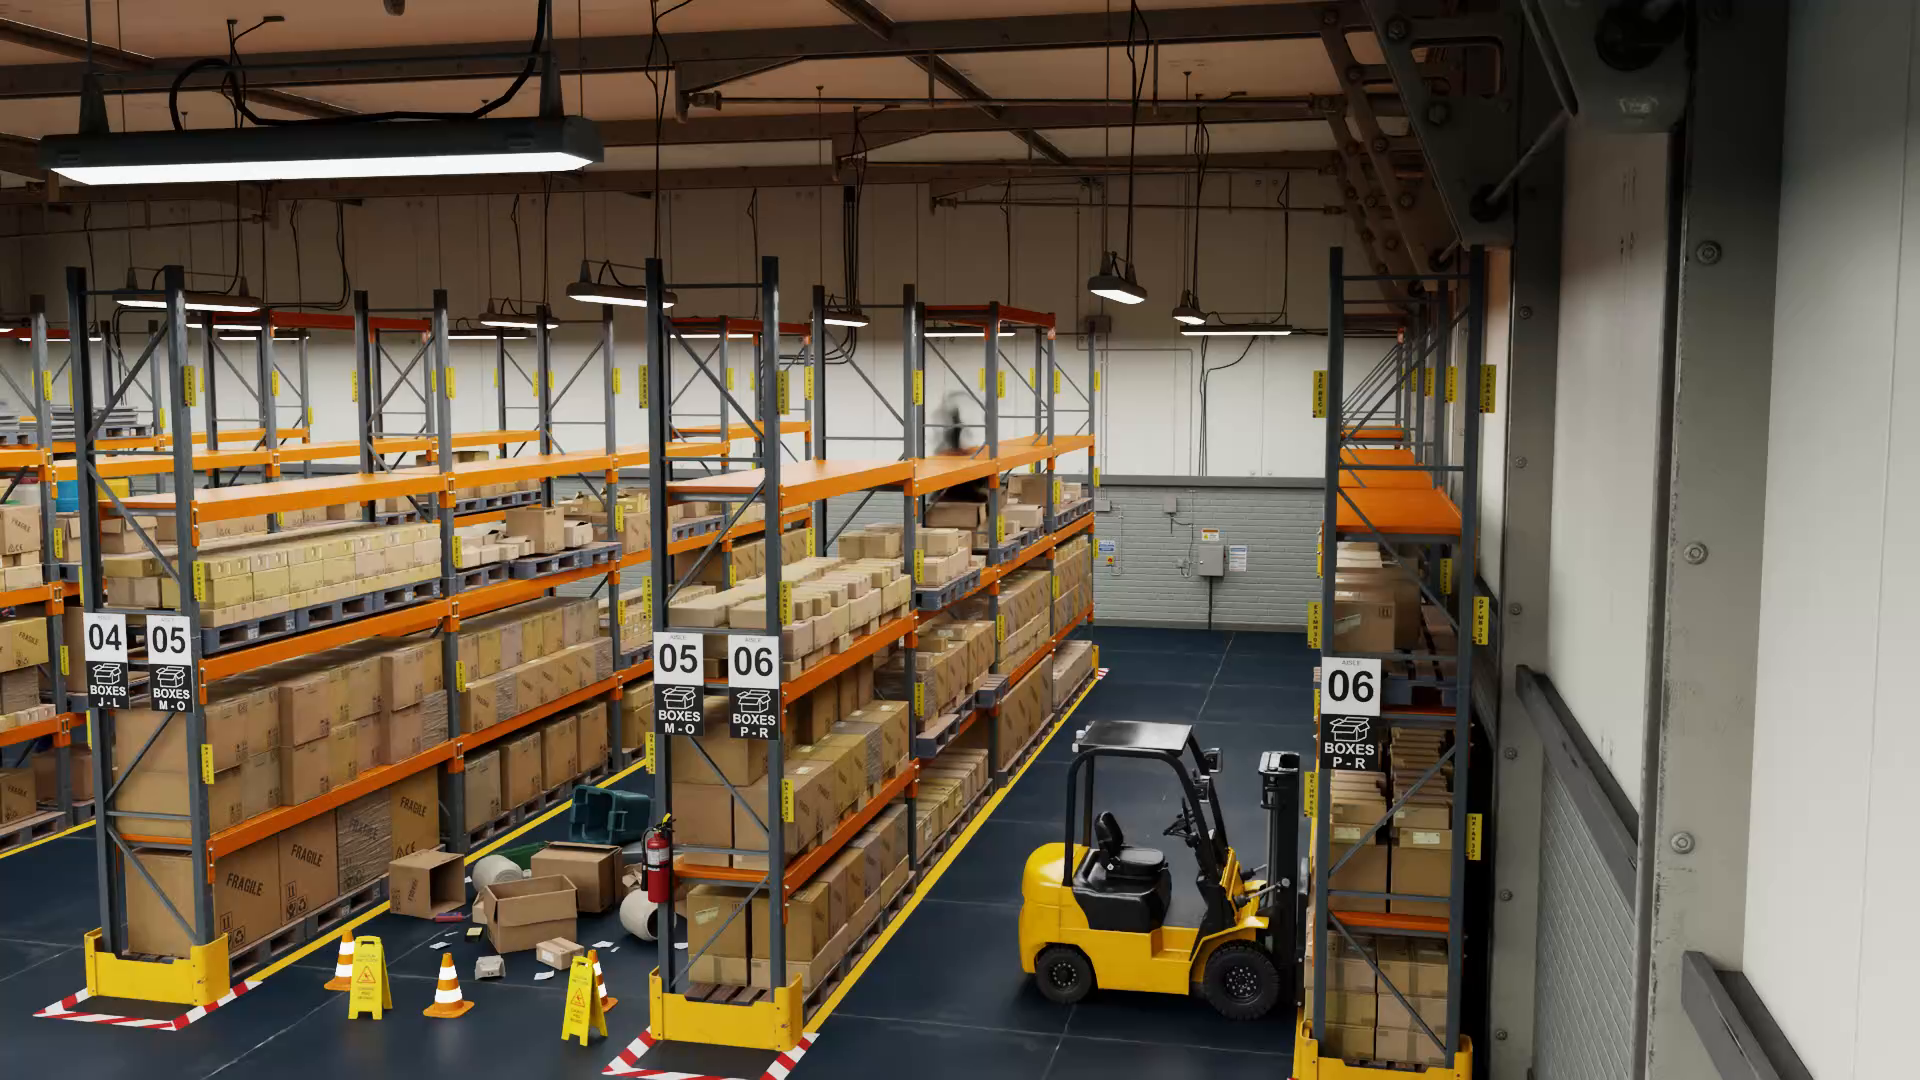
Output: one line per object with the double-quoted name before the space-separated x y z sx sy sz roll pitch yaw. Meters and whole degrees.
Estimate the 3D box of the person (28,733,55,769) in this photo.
"person" -12.153 2.124 21.955 0.568 1.667 0.901 0 6 1
